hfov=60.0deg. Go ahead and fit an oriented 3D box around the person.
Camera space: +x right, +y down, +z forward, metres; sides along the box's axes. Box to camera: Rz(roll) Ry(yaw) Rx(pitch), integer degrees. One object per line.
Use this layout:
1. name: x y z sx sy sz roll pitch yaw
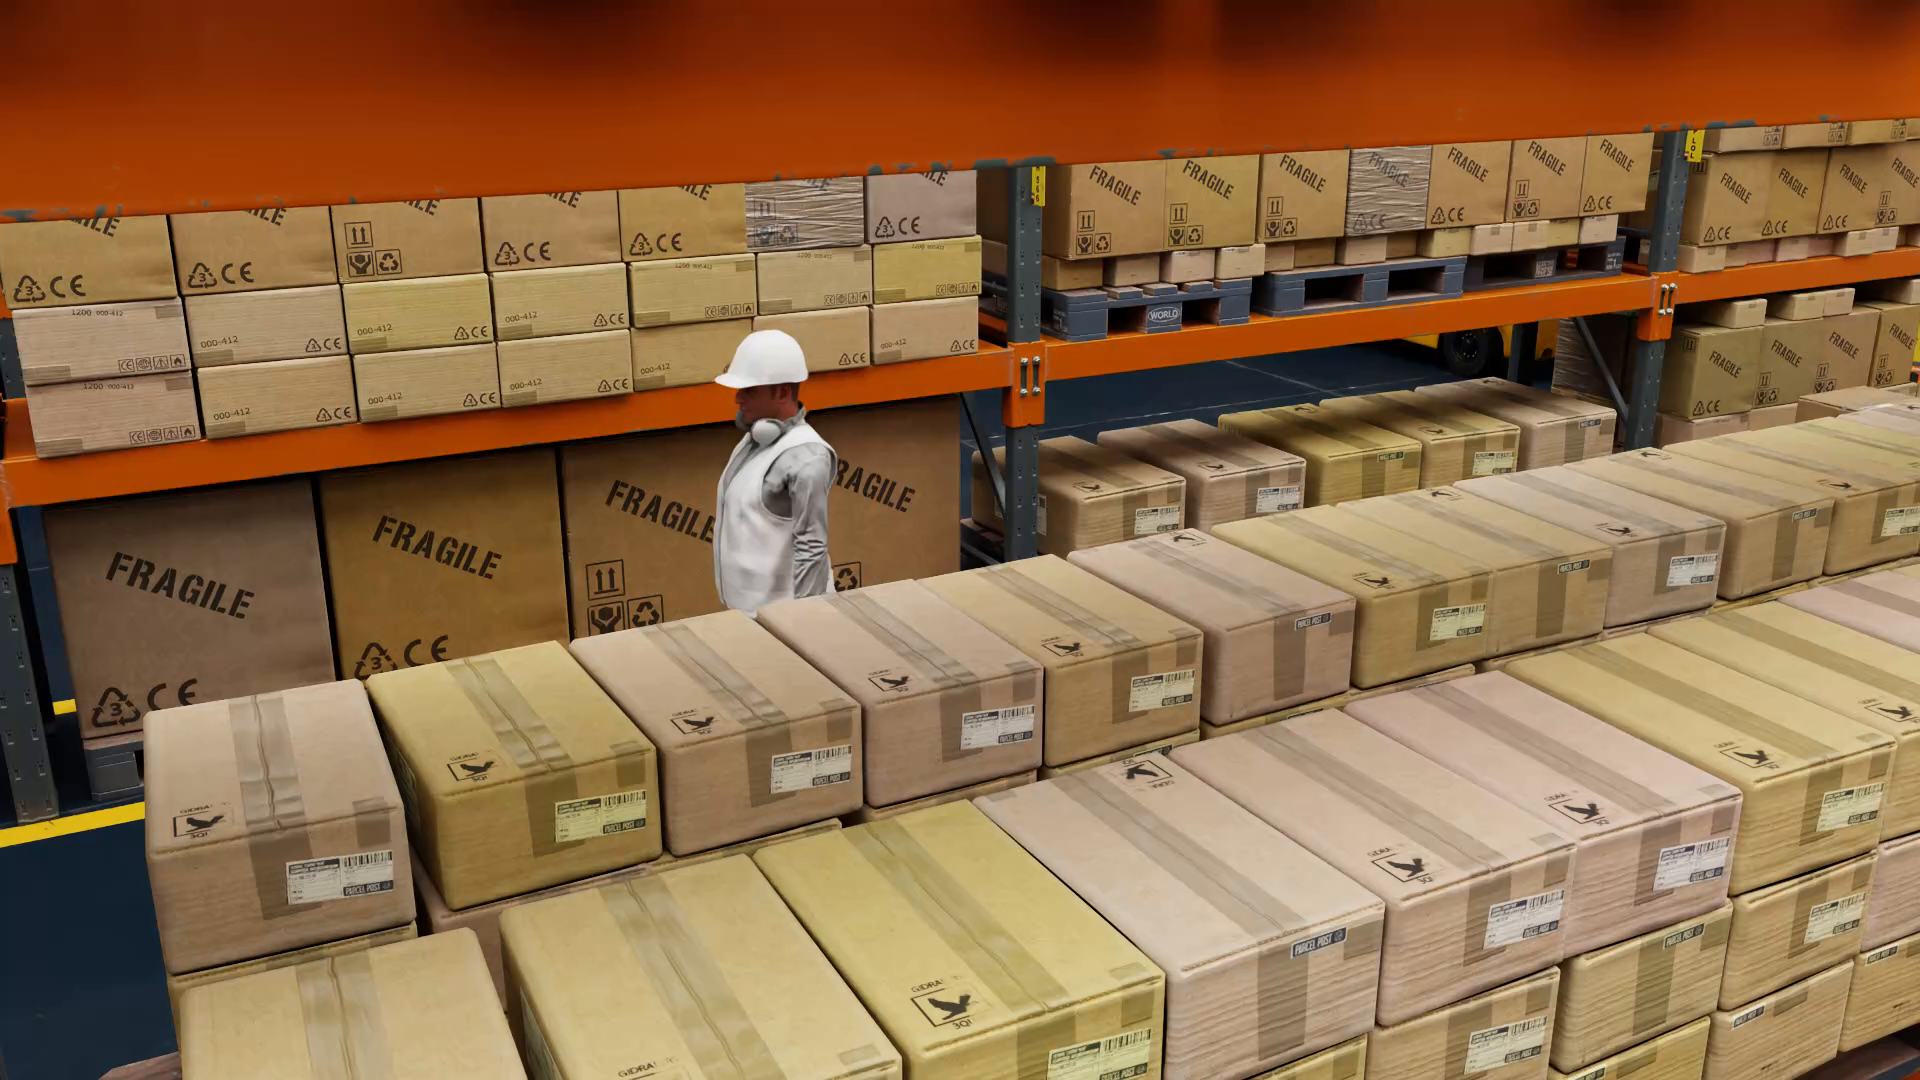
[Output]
1. person: -0.617 0.206 5.382 0.389 1.777 0.533 -9 20 -25
